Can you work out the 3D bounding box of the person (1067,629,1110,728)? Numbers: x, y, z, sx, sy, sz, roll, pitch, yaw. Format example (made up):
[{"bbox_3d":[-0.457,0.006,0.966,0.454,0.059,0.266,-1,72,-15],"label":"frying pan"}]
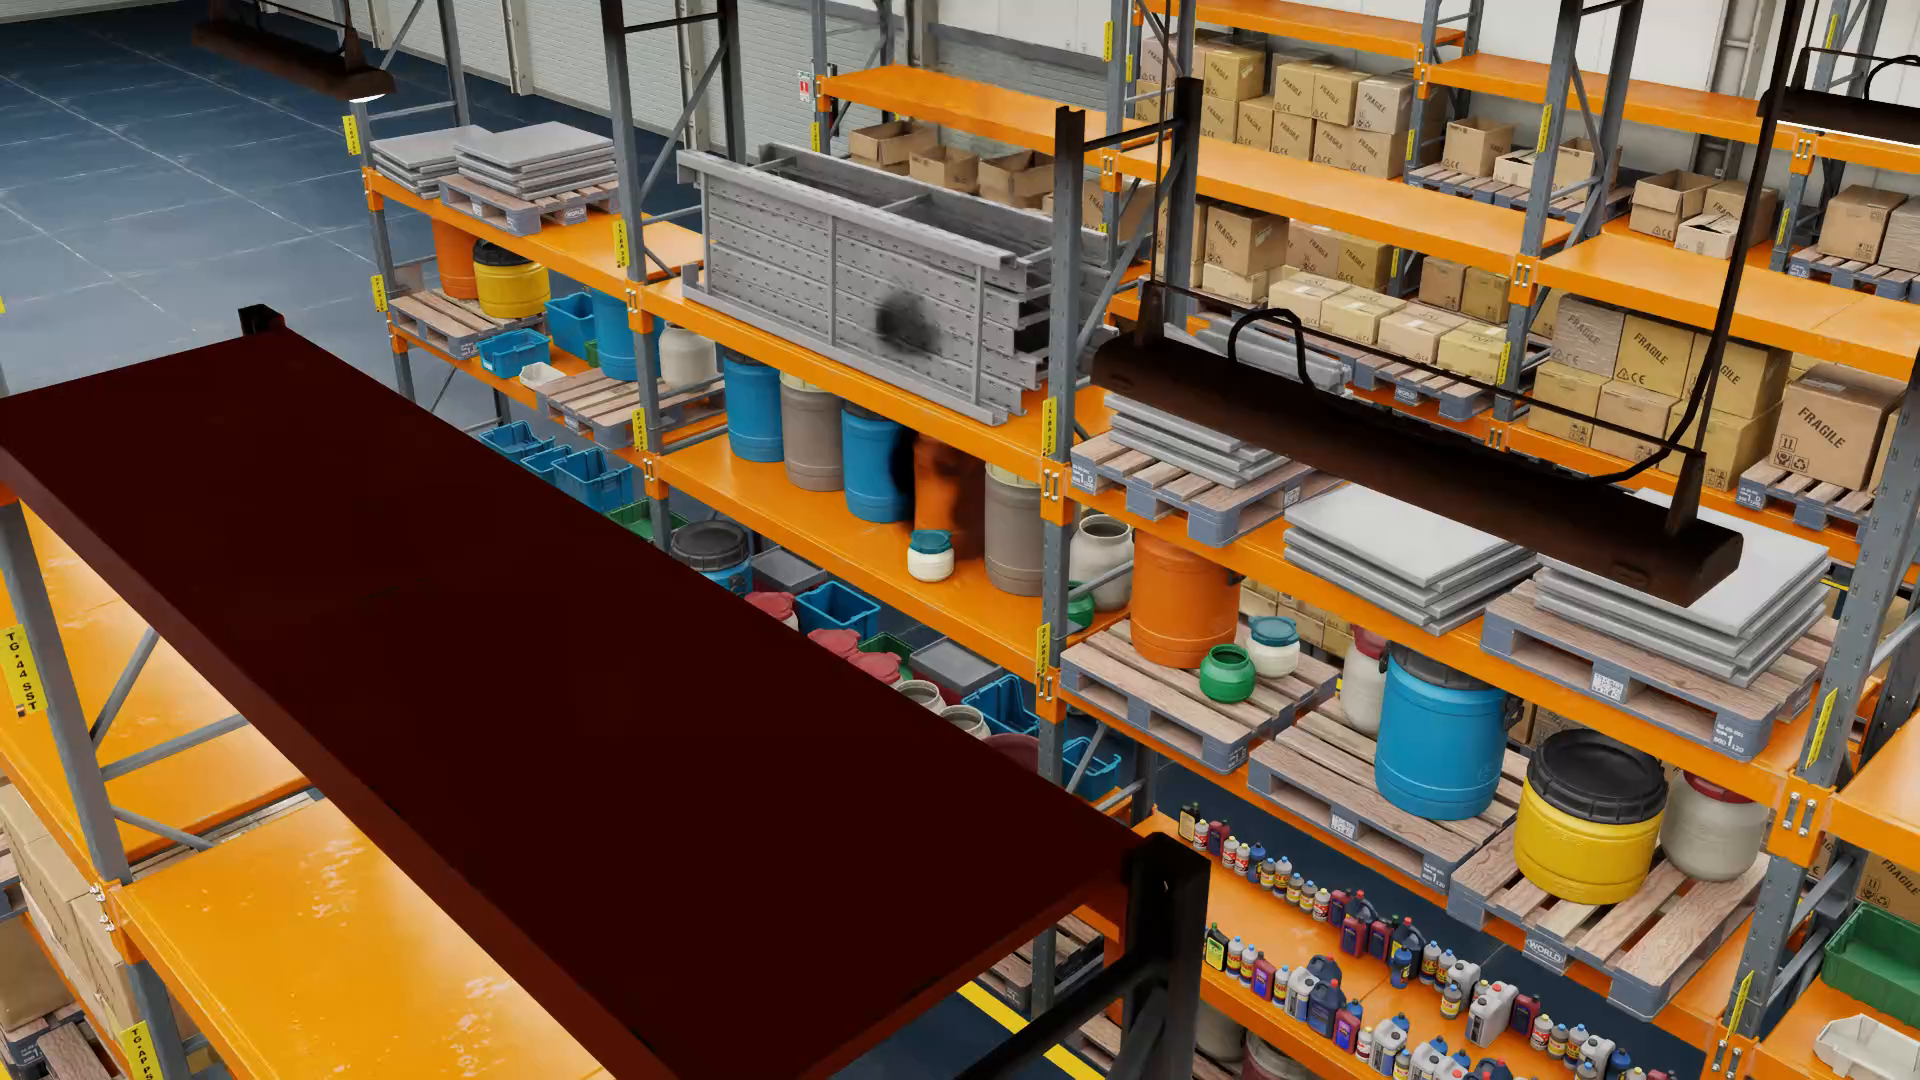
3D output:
[{"bbox_3d":[1.072,0.783,13.636,0.705,1.690,0.585,22,35,35],"label":"person"}]

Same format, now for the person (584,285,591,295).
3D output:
[{"bbox_3d":[-4.065,-2.167,19.024,0.901,1.785,0.711,-7,29,-13],"label":"person"}]
